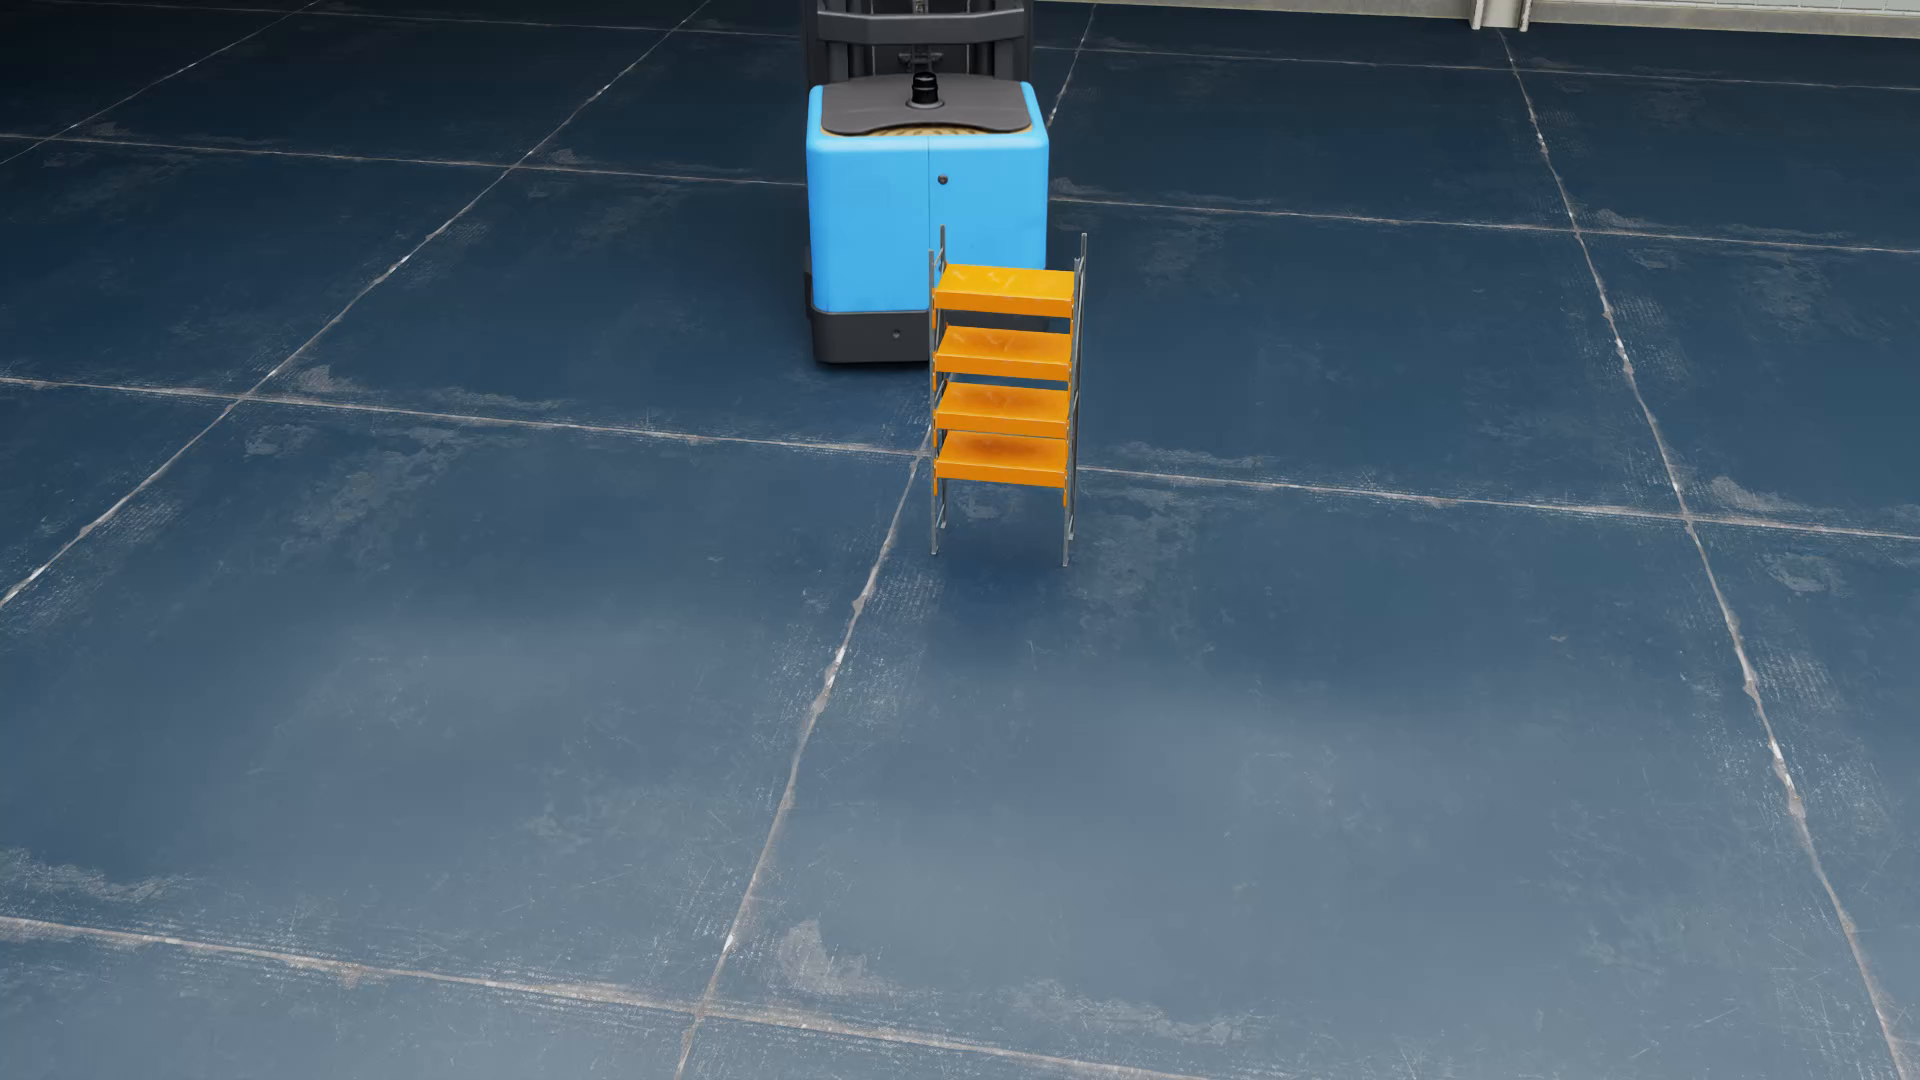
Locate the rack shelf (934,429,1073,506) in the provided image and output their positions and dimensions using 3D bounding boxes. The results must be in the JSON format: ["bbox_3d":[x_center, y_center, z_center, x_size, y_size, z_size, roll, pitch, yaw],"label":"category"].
[{"bbox_3d":[0.163,-0.268,6.049,0.480,0.148,0.258,5,32,8],"label":"rack shelf"}]

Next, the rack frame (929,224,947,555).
[{"bbox_3d":[-0.077,-0.516,5.943,0.015,1.200,0.240,5,32,8],"label":"rack frame"}]

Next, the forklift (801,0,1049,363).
[{"bbox_3d":[-0.213,-2.780,7.929,1.130,2.935,3.031,-2,32,-3],"label":"forklift"}]

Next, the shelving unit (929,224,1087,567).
[{"bbox_3d":[0.163,-0.494,5.908,0.503,1.200,0.258,5,32,8],"label":"shelving unit"}]

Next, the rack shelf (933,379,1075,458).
[{"bbox_3d":[0.163,-0.437,5.944,0.480,0.148,0.258,5,32,8],"label":"rack shelf"}]

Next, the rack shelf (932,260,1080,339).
[{"bbox_3d":[0.163,-0.827,5.700,0.480,0.148,0.258,5,32,8],"label":"rack shelf"}]

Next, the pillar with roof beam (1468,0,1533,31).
[{"bbox_3d":[3.277,-5.400,6.396,0.400,9.000,9.100,5,32,8],"label":"pillar with roof beam"}]

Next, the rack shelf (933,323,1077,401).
[{"bbox_3d":[0.163,-0.626,5.825,0.480,0.148,0.258,5,32,8],"label":"rack shelf"}]

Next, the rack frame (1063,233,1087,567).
[{"bbox_3d":[0.404,-0.472,5.873,0.015,1.200,0.240,5,32,8],"label":"rack frame"}]
